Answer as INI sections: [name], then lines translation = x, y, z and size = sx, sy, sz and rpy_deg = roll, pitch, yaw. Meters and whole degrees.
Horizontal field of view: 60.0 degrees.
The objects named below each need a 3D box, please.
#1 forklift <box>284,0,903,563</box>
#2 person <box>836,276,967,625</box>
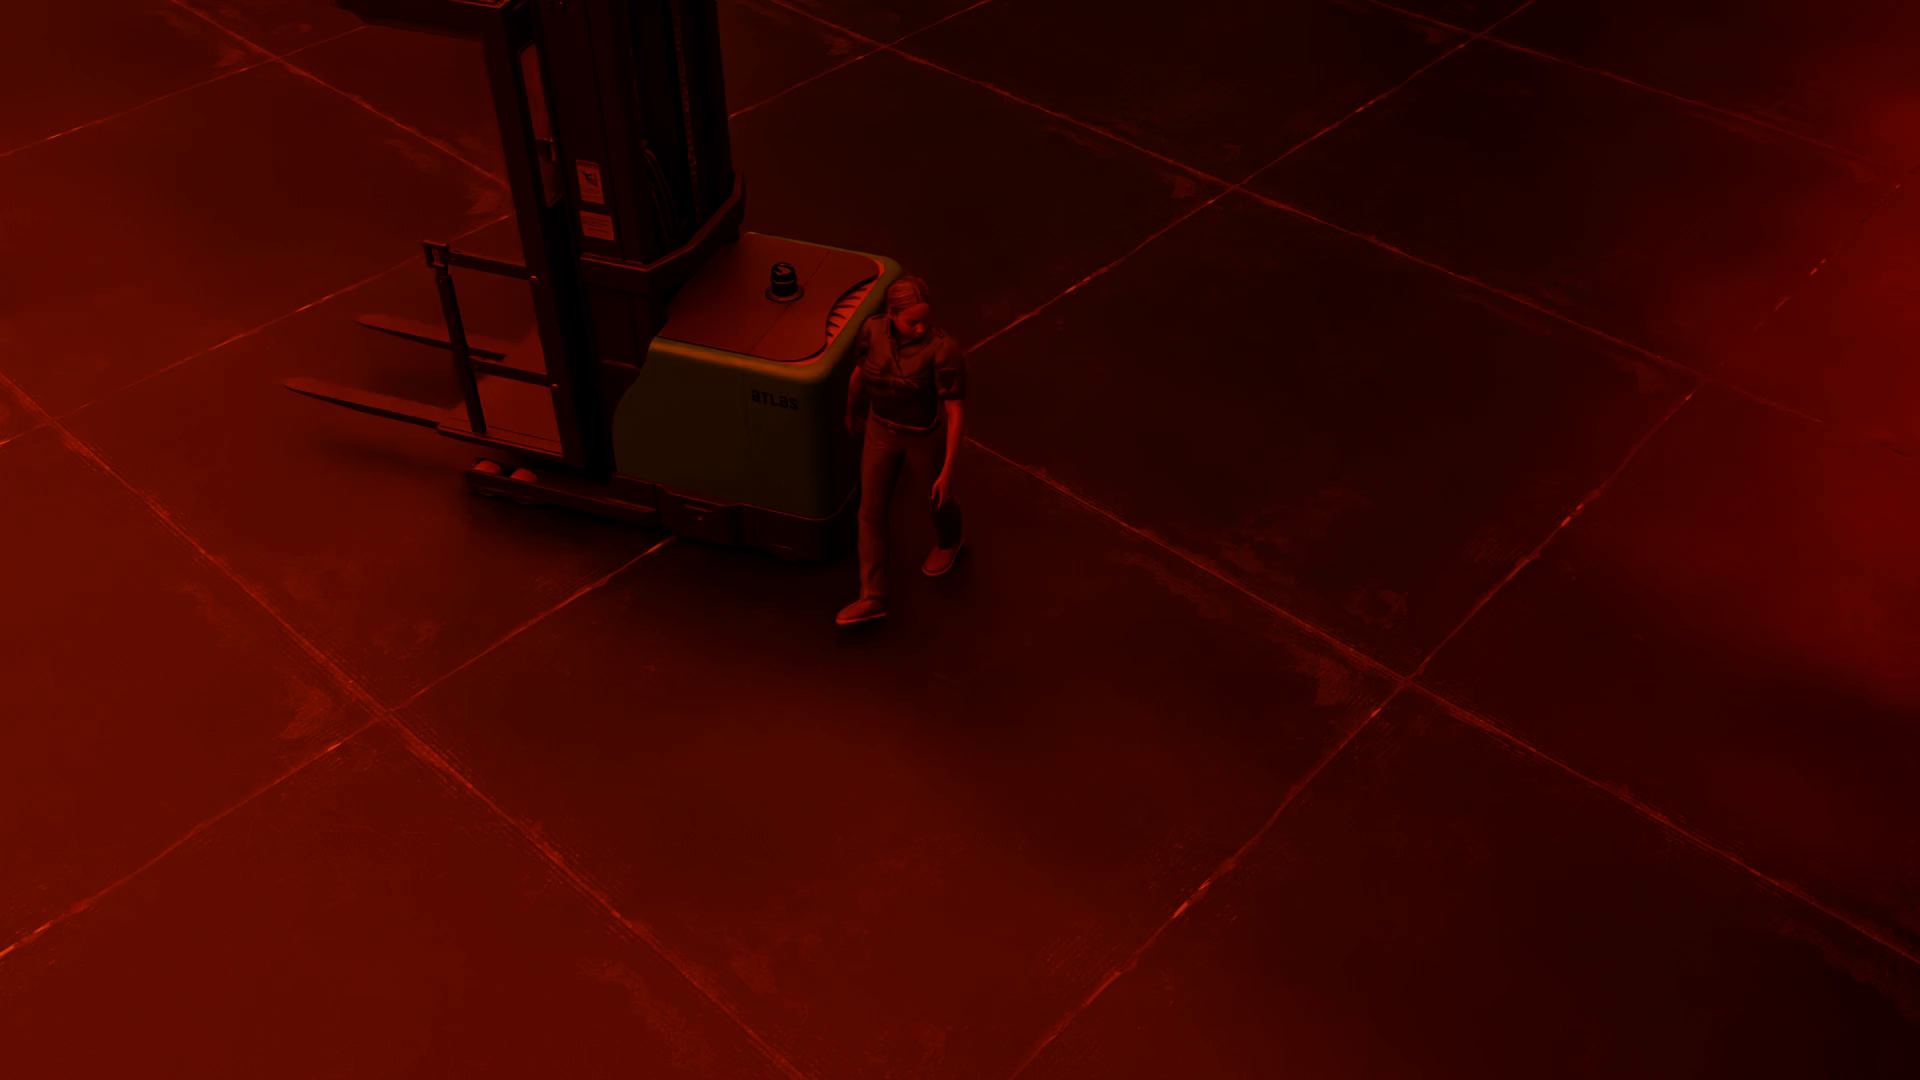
[forklift]
translation = -1.815, -1.592, 7.284
size = 3.031, 2.935, 1.130
rpy_deg = 13, 42, 15
[person]
translation = -0.272, -0.371, 6.881
size = 0.635, 1.612, 0.872
rpy_deg = 14, 43, 16
